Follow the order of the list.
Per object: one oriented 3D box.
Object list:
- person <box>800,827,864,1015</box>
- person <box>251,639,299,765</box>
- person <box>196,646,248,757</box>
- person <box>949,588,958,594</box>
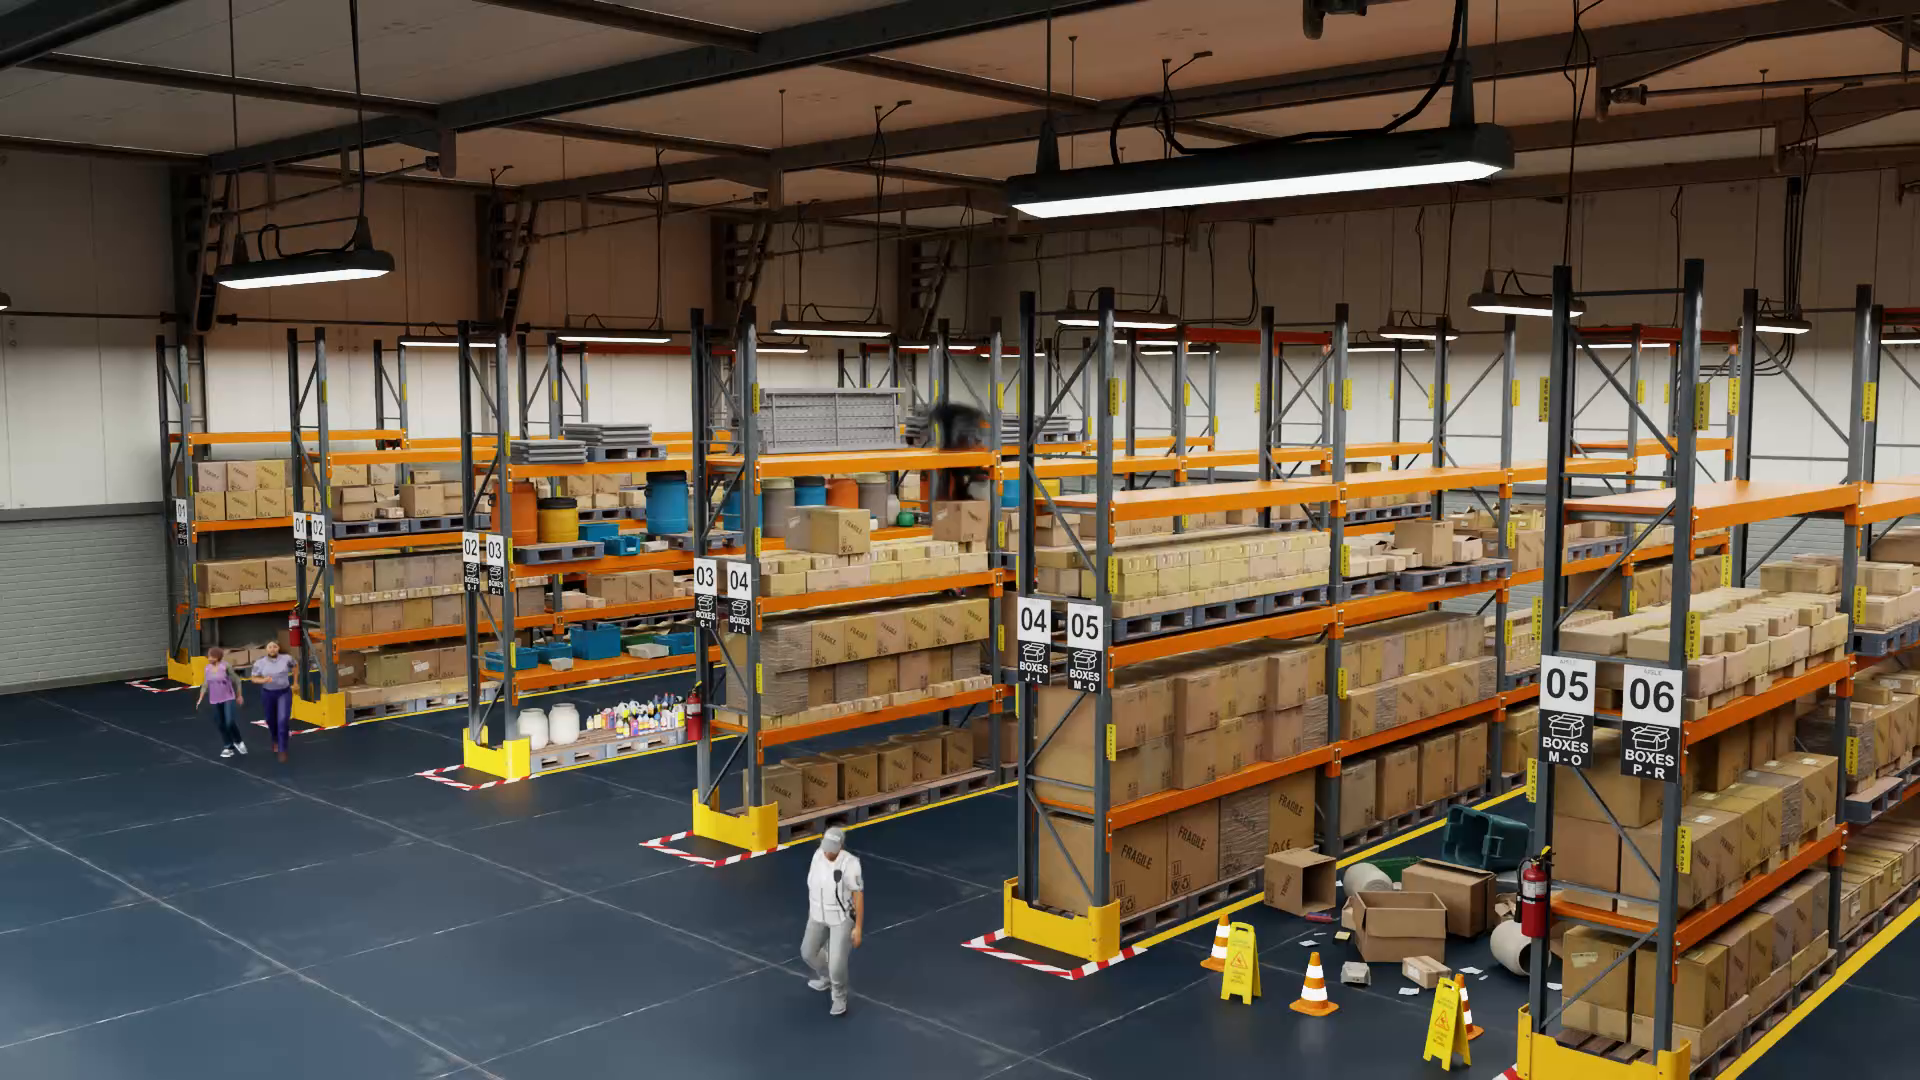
[{"bbox_3d":[-1.049,3.091,13.705,0.758,1.590,0.675,3,6,29],"label":"person"},{"bbox_3d":[-9.424,2.179,22.898,0.576,1.680,0.869,-1,6,-15],"label":"person"},{"bbox_3d":[-10.168,2.236,22.921,0.521,1.569,0.578,0,5,5],"label":"person"},{"bbox_3d":[-0.334,1.193,32.946,0.683,1.753,0.681,4,7,36],"label":"person"}]
